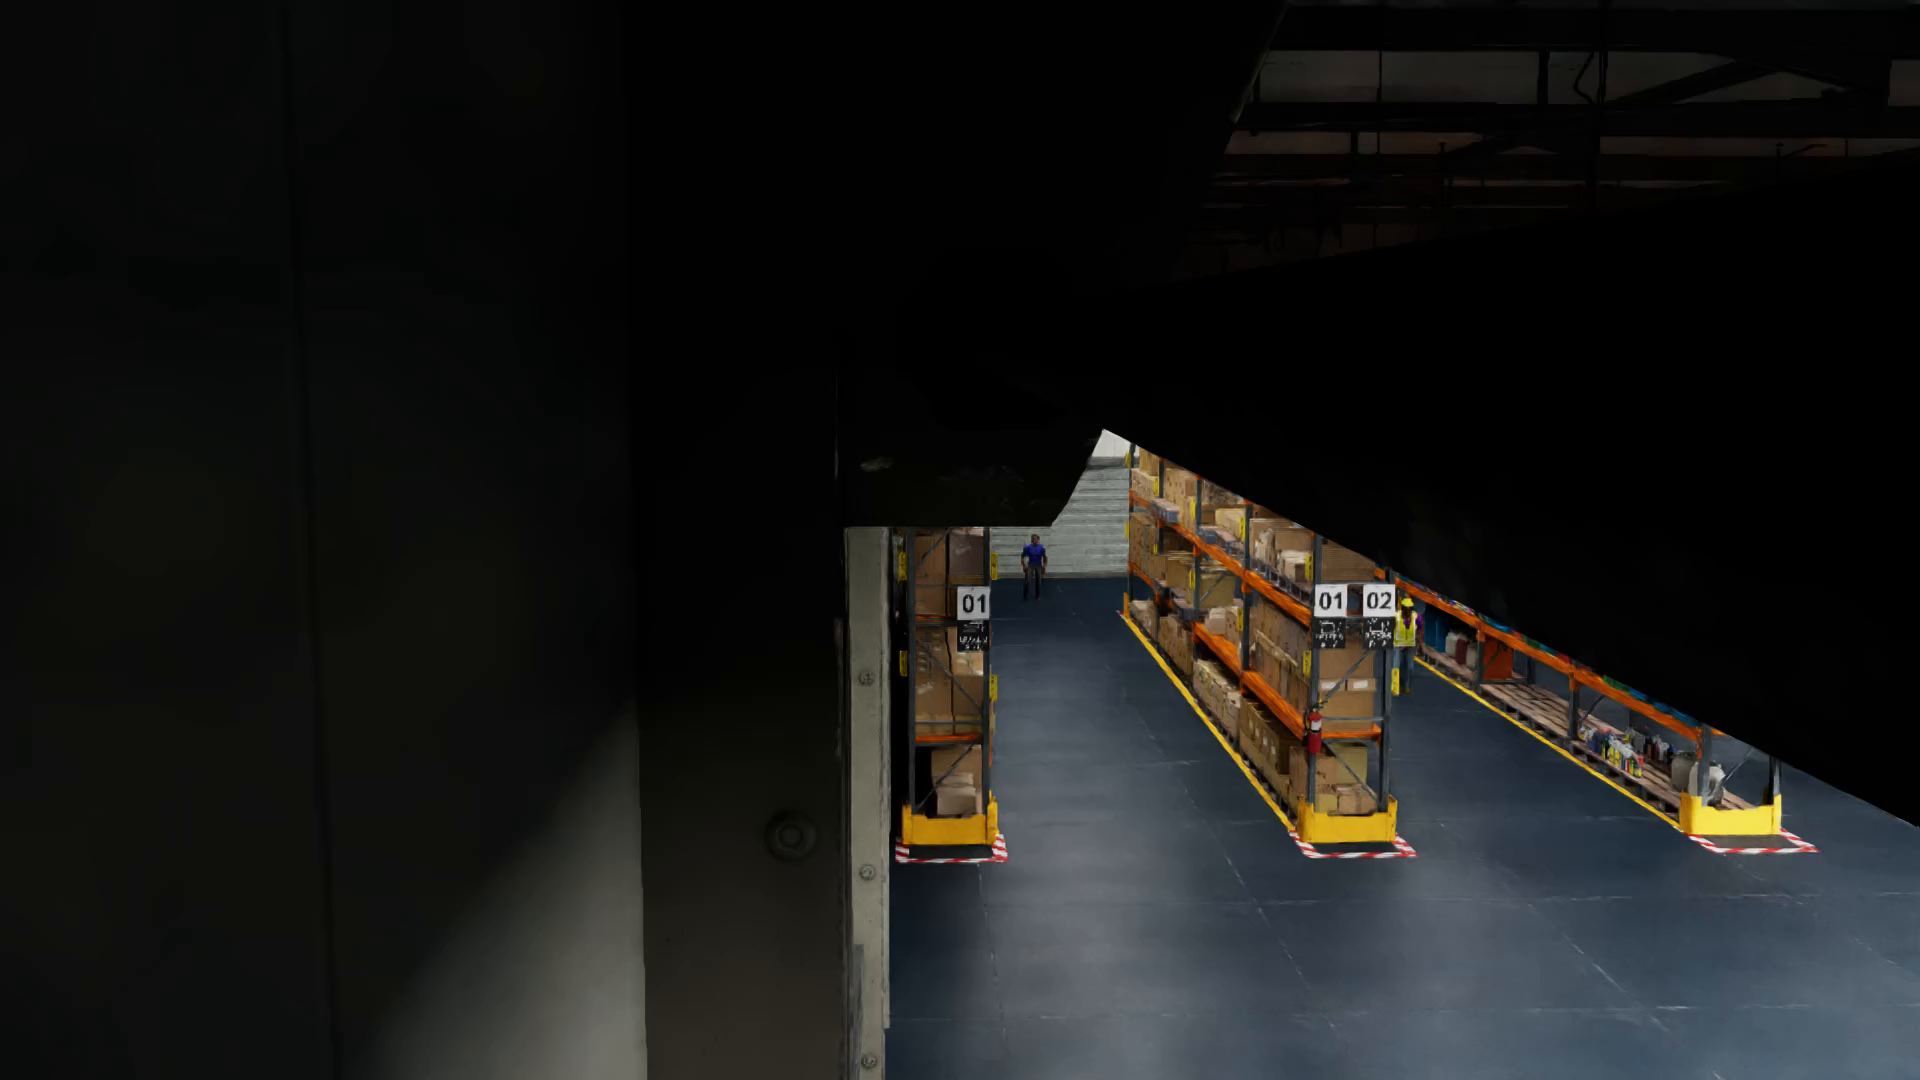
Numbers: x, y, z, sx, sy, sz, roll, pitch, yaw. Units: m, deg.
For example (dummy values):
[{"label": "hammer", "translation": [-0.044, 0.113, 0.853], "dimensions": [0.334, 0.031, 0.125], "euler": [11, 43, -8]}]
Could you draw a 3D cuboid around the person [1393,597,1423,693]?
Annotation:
[{"label": "person", "translation": [7.635, 1.821, 28.687], "dimensions": [0.719, 1.714, 0.578], "euler": [0, 7, -4]}]

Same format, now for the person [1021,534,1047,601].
[{"label": "person", "translation": [1.706, 0.632, 38.381], "dimensions": [0.592, 1.604, 0.518], "euler": [-1, 7, -4]}]
